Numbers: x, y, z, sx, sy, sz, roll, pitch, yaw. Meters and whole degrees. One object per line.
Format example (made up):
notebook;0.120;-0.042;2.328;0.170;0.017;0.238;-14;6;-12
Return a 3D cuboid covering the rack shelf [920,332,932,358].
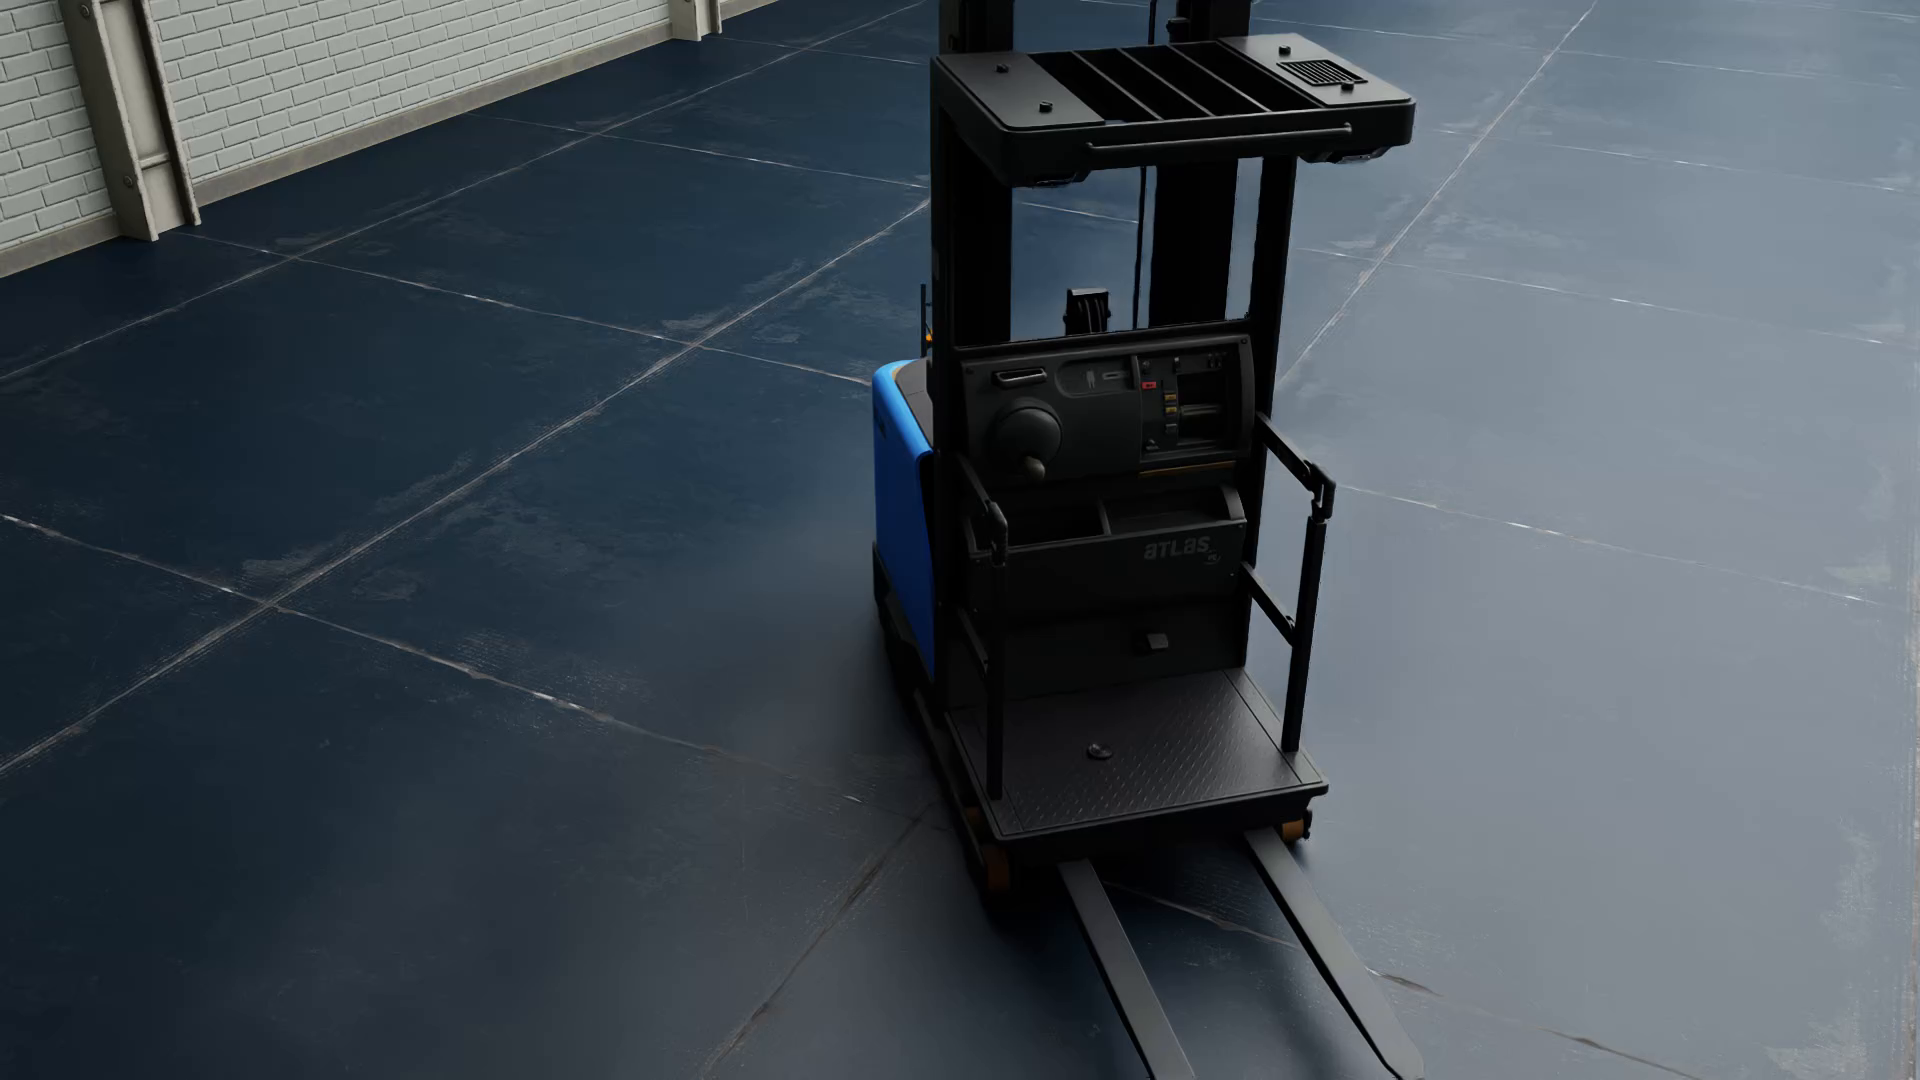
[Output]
rack shelf;-0.007;-0.788;6.783;0.258;0.103;0.180;14;33;23

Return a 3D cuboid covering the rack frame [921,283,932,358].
rack frame;-0.048;-0.473;6.869;0.240;1.200;0.006;14;33;23

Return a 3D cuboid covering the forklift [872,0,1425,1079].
forklift;0.518;-0.358;4.930;1.130;2.935;3.031;-7;31;-13

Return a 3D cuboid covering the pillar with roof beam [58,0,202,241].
pillar with roof beam;-1.340;-4.942;6.819;9.100;9.000;0.400;14;33;23

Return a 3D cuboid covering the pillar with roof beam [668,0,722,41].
pillar with roof beam;1.393;-7.602;11.451;9.100;9.000;0.400;14;33;23

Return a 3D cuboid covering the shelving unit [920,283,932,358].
shelving unit;-0.007;-0.514;6.940;0.258;1.200;0.189;14;33;23
